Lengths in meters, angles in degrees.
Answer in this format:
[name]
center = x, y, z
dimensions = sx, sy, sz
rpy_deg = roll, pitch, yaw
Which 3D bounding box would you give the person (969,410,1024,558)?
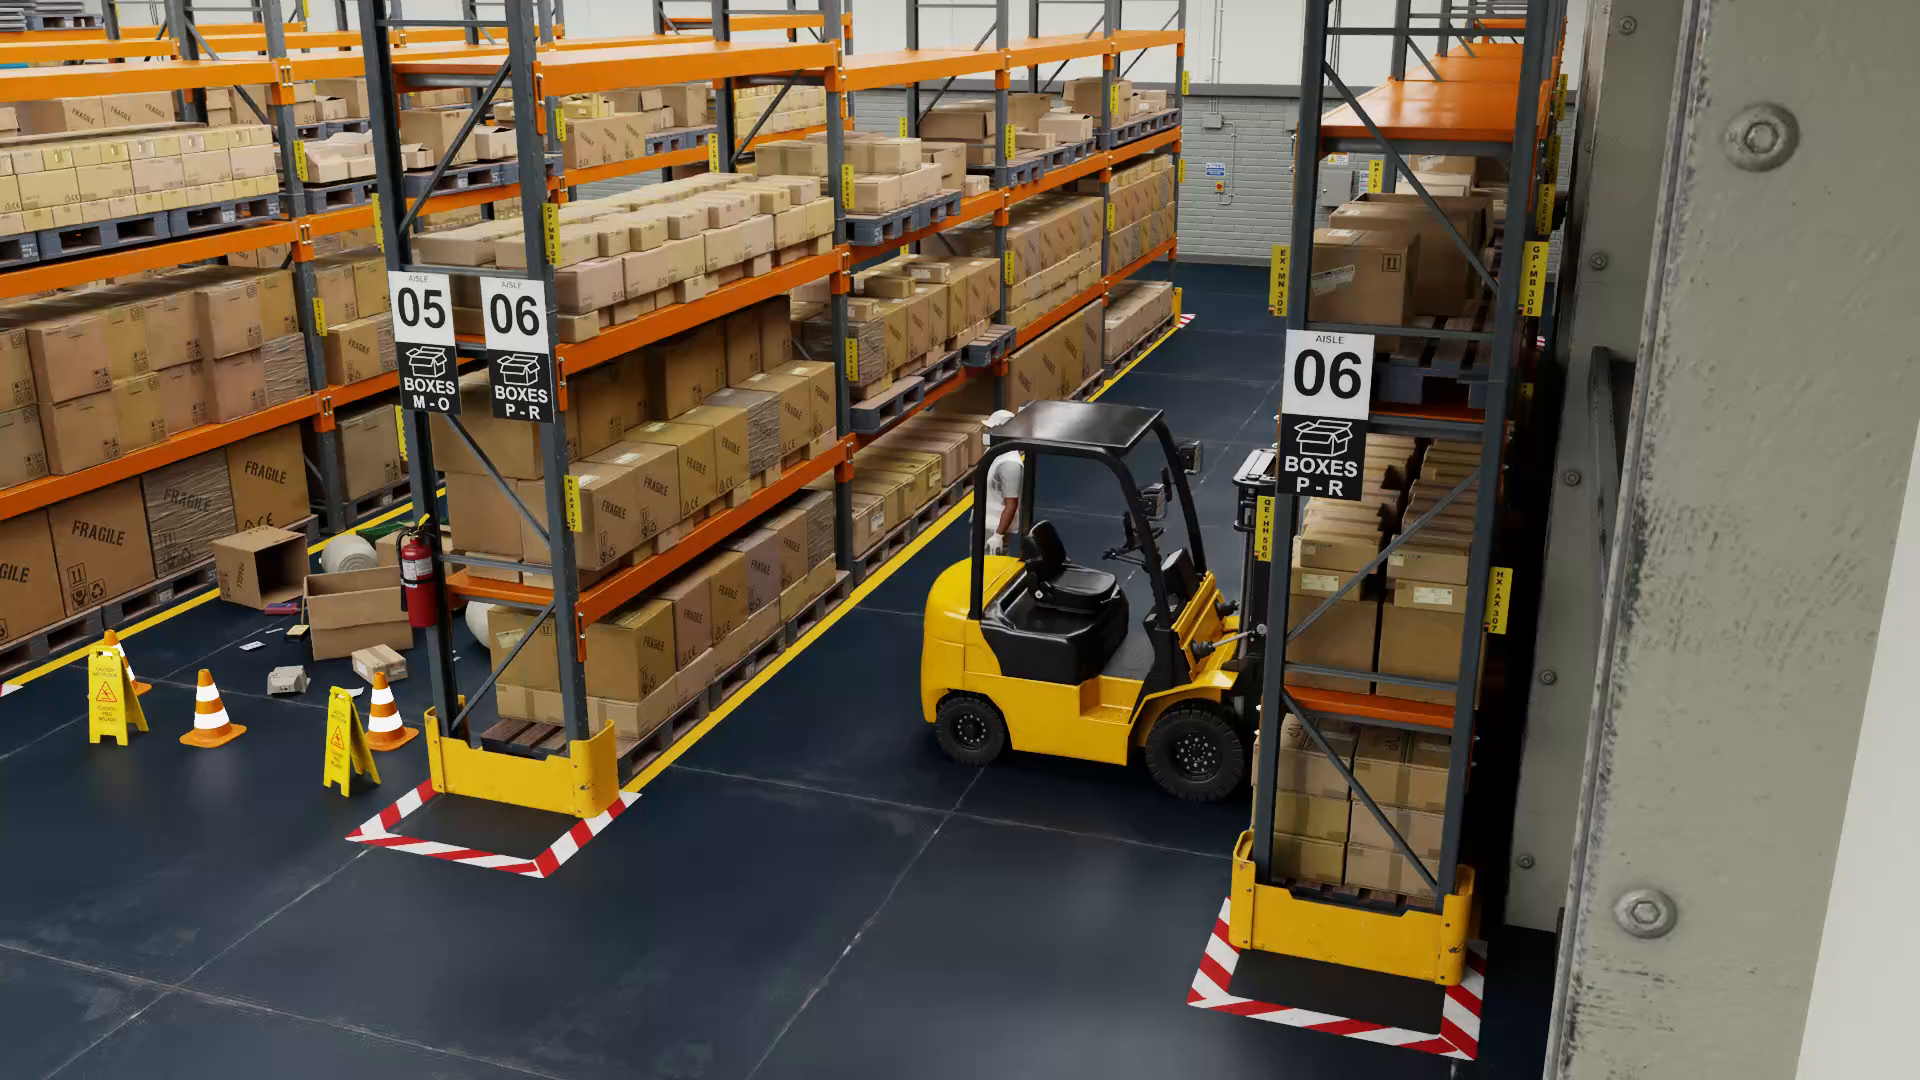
[person]
center = 0.170, -0.097, 12.293
dimensions = 0.578, 1.781, 0.656
rpy_deg = -4, 19, -12
